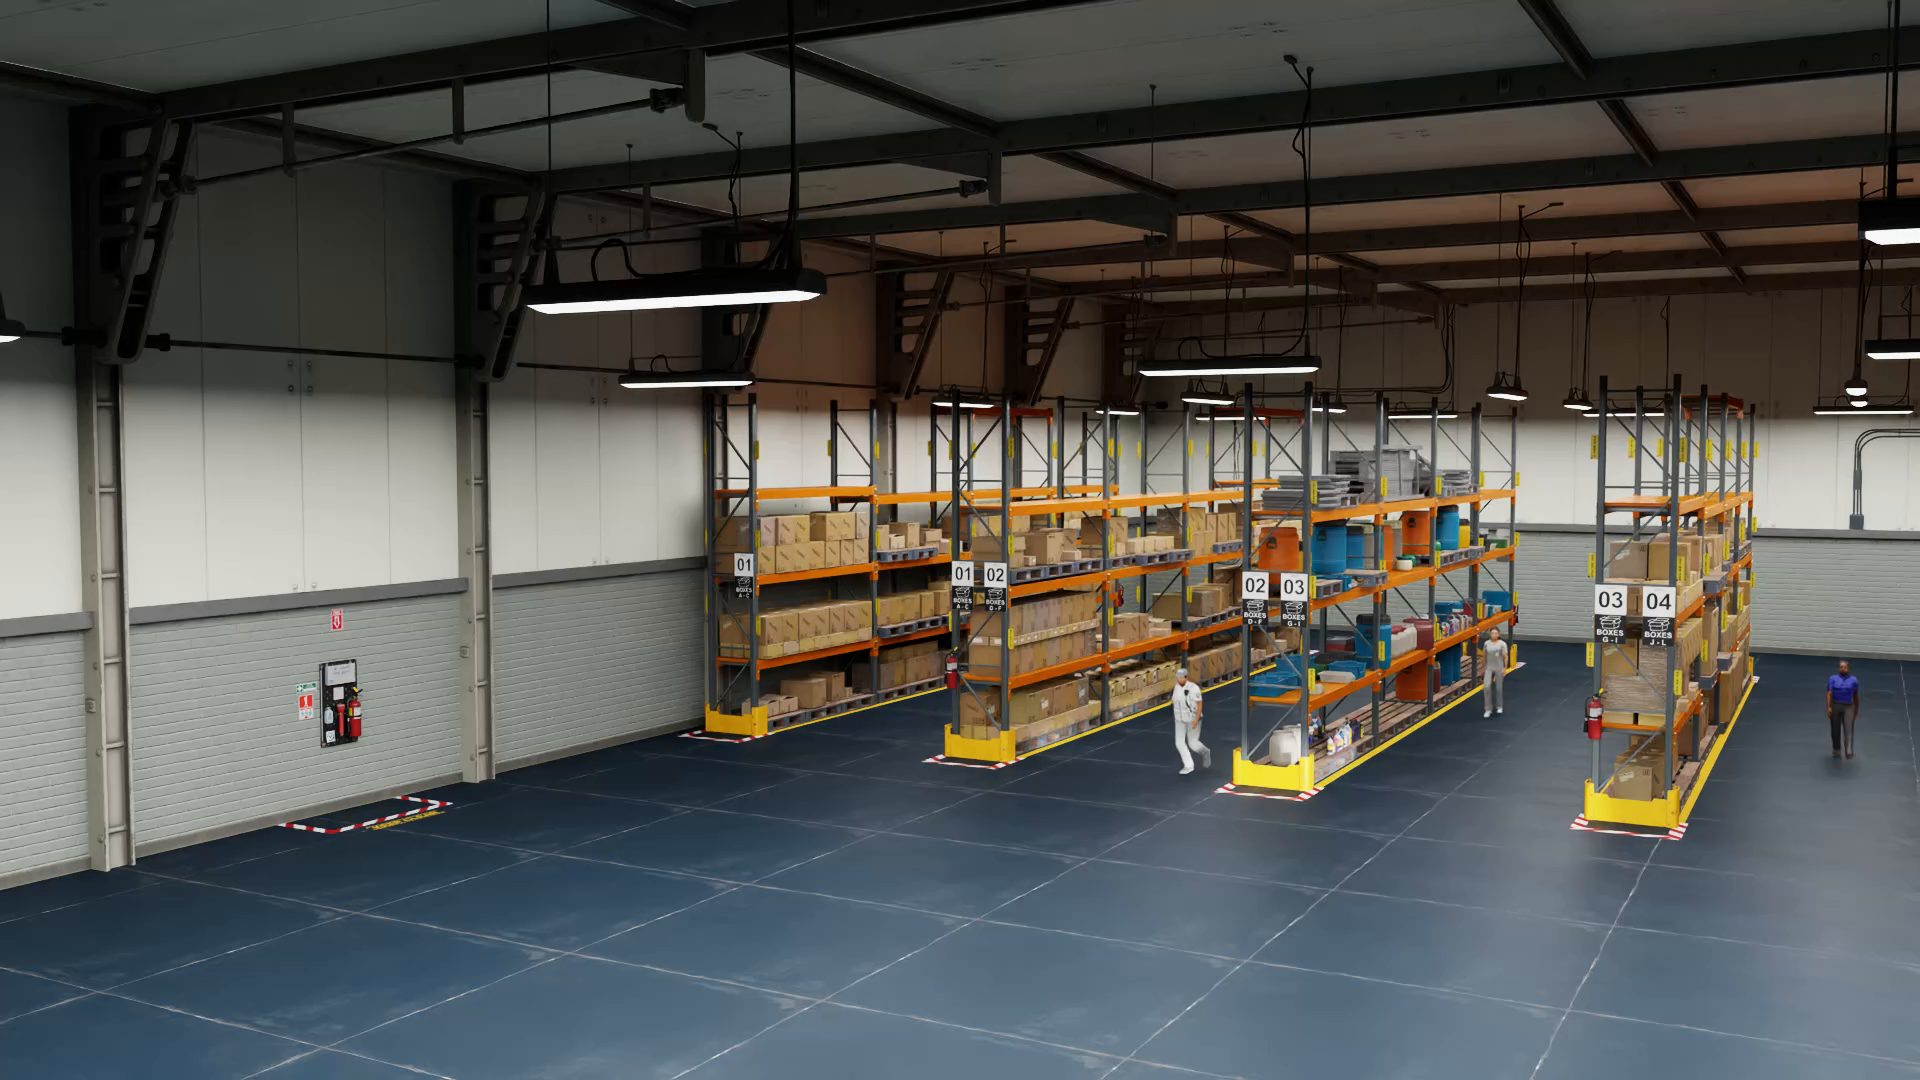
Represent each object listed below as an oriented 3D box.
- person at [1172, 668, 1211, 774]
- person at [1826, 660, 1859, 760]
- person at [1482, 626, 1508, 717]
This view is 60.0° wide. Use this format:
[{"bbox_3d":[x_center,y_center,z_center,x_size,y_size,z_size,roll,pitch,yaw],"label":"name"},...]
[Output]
[{"bbox_3d":[3.572,2.796,25.873,0.537,1.634,0.631,3,4,45],"label":"person"},{"bbox_3d":[14.219,2.735,26.813,0.457,1.596,1.053,2,4,33],"label":"person"},{"bbox_3d":[10.103,2.480,31.425,0.498,1.702,0.639,2,4,30],"label":"person"}]
